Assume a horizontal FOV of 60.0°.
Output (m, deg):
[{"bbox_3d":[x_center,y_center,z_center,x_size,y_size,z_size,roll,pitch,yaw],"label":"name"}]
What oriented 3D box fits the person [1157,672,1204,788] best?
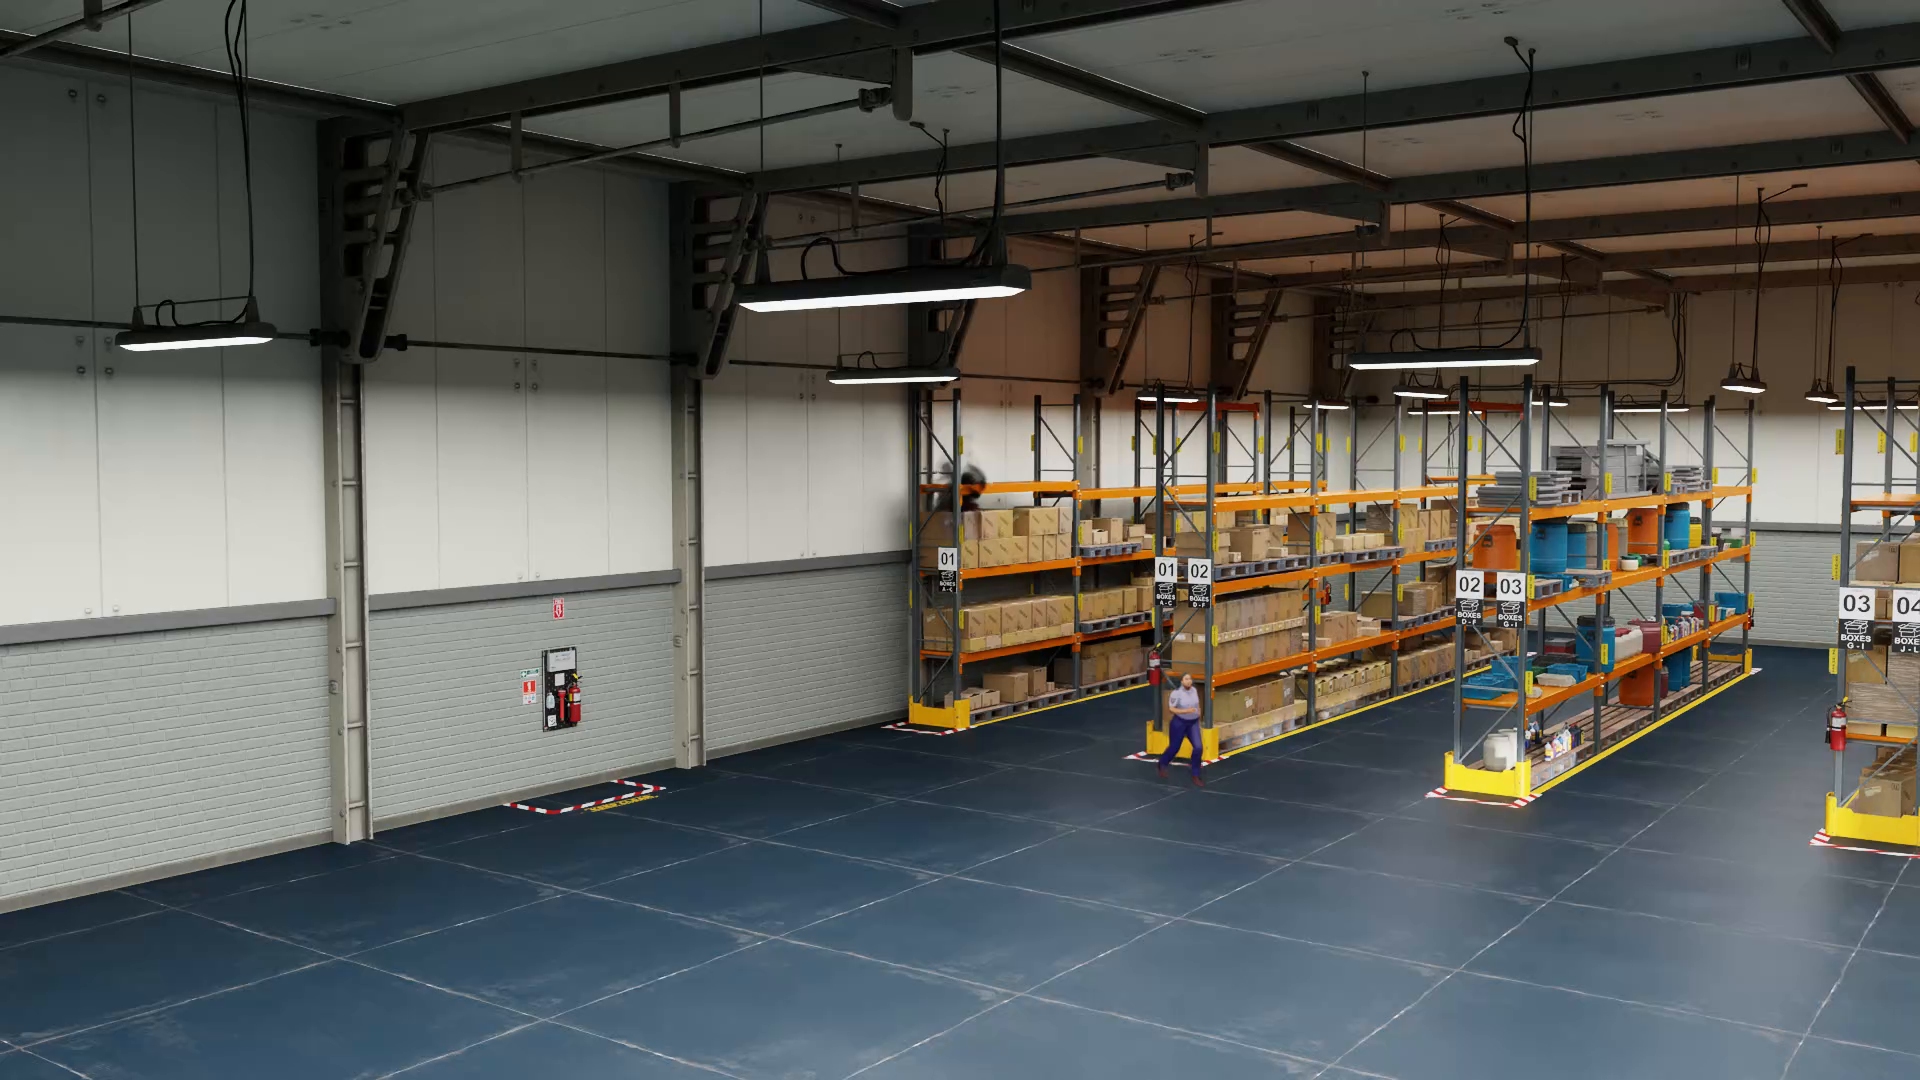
[{"bbox_3d":[3.304,2.789,24.637,0.614,1.682,0.886,-1,4,-23],"label":"person"}]
